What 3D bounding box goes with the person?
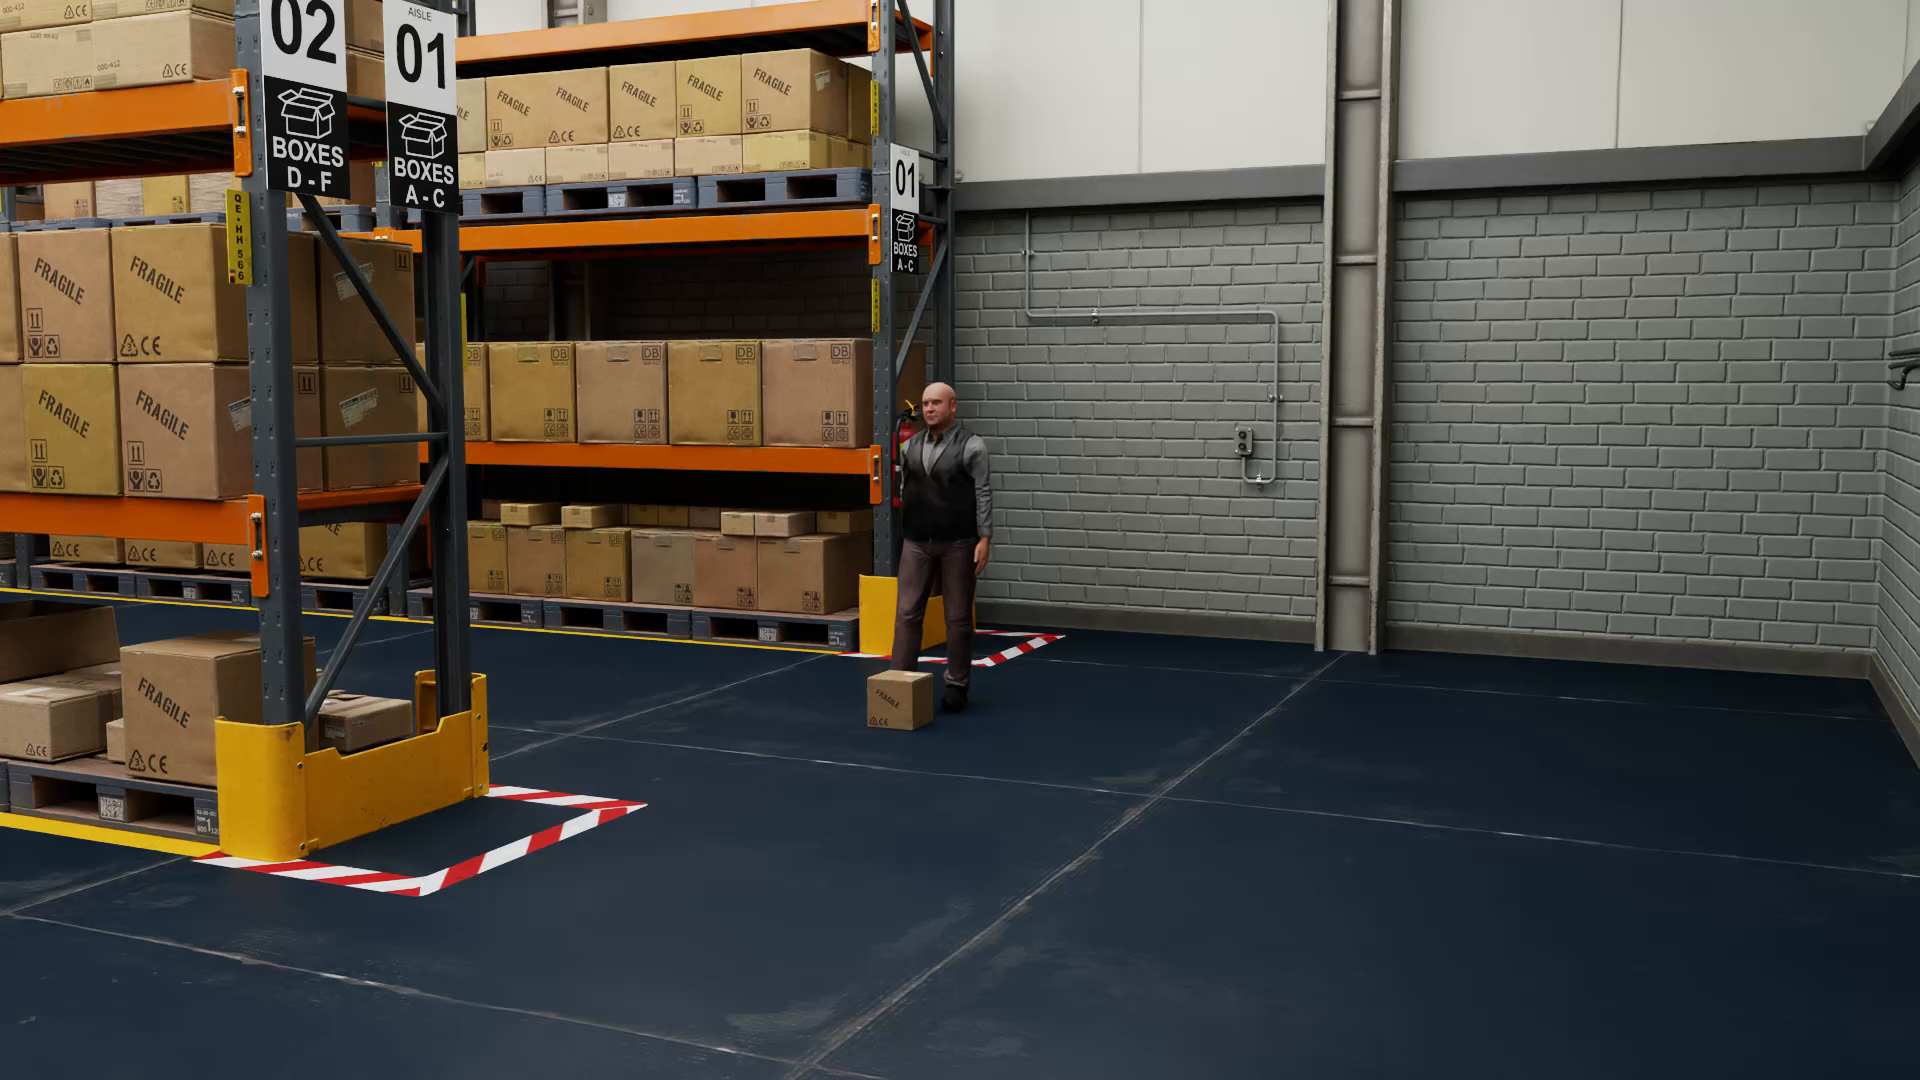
[{"bbox_3d":[-0.121,0.039,8.675,0.553,1.714,0.636,2,6,19],"label":"person"}]
